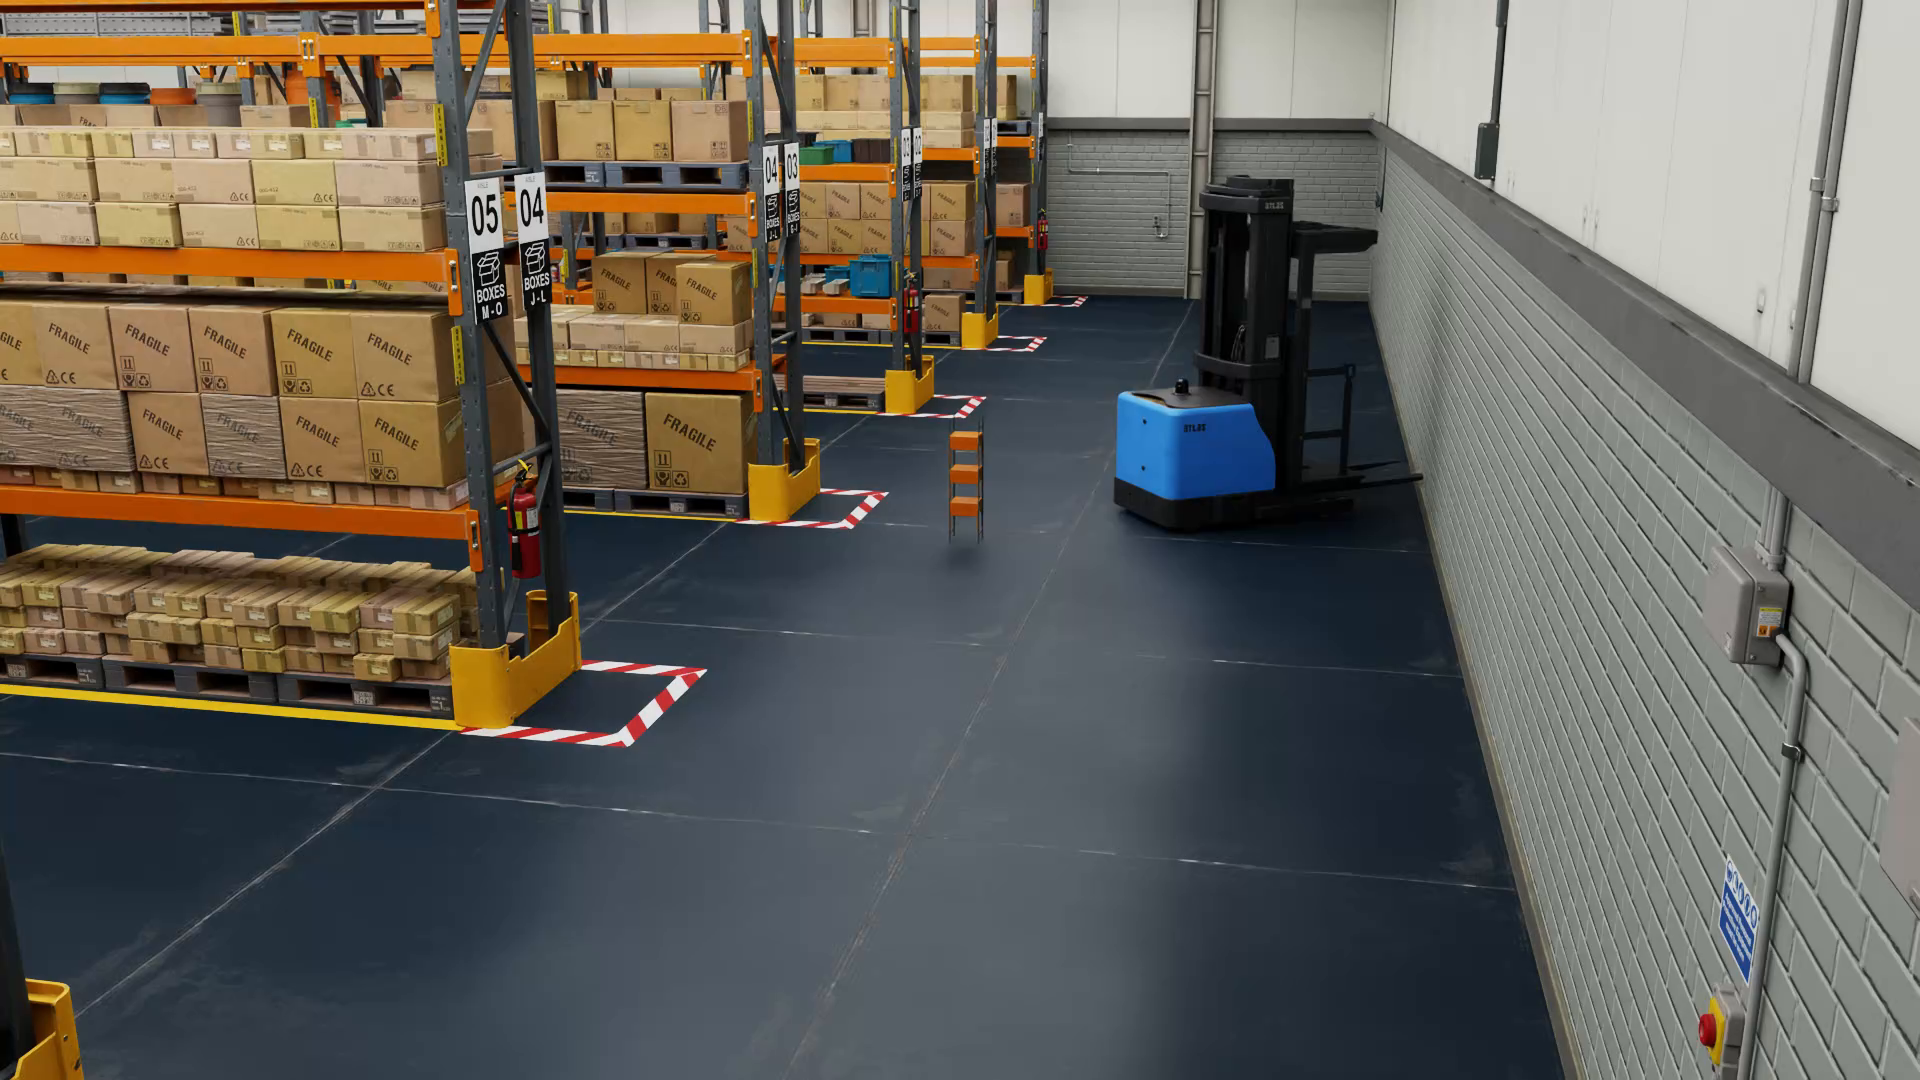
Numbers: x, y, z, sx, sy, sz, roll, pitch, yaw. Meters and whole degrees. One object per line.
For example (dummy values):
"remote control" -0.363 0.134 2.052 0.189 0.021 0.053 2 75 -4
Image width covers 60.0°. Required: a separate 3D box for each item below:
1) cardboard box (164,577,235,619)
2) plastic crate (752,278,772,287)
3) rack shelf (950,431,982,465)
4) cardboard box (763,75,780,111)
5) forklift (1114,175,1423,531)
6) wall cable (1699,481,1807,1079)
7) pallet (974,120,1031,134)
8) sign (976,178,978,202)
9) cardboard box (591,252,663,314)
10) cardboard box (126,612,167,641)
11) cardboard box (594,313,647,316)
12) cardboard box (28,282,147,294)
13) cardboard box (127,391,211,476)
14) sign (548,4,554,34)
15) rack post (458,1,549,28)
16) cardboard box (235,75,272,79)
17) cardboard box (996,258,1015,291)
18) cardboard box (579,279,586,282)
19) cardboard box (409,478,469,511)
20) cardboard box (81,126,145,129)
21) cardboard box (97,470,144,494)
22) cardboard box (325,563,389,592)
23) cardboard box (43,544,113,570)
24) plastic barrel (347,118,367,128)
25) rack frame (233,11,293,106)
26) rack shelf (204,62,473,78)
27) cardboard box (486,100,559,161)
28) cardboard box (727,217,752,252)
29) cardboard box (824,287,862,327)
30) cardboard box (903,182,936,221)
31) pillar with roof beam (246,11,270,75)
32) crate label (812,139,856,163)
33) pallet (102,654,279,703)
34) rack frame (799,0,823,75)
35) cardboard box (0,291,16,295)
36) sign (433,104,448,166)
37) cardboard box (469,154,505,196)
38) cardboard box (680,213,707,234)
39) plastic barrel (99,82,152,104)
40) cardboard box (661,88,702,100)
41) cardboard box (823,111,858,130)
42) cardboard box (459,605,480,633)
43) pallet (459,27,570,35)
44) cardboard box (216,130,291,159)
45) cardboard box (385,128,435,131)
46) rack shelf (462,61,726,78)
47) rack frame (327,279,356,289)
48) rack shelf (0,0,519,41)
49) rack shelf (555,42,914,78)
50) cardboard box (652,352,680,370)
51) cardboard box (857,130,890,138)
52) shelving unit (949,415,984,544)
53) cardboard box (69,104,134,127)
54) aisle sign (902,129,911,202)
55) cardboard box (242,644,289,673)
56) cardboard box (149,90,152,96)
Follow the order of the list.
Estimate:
"cardboard box" -4.789 0.363 10.503 0.250 0.149 0.380 3 16 11
"plastic crate" -2.306 -2.996 19.569 0.250 0.136 0.298 3 16 11
"rack shelf" 0.052 -0.766 13.769 0.240 0.259 0.215 3 16 11
"cardboard box" -2.601 -6.464 24.028 0.500 0.500 0.700 3 16 11
"forklift" 2.945 -1.727 14.738 3.031 2.935 1.130 -7 17 -23
"wall cable" 1.951 0.618 4.181 0.123 1.953 0.585 3 16 11
"pallet" 0.627 -7.091 28.518 1.213 0.211 1.003 3 16 11
"sign" 0.243 -4.921 23.378 0.005 0.325 0.100 3 16 11
"cardboard box" -3.020 -2.345 15.157 0.500 0.500 0.500 3 16 10
"cardboard box" -5.045 0.506 10.542 0.250 0.149 0.380 3 16 11
"cardboard box" -3.024 -1.985 15.261 0.500 0.250 0.500 3 16 9
"cardboard box" -5.590 -1.377 10.728 0.500 0.500 0.500 3 16 9
"cardboard box" -4.673 -0.702 10.163 0.500 0.500 0.500 4 16 14
"sign" -4.649 -5.919 18.894 0.005 0.325 0.100 3 16 11
"rack post" -5.357 -6.180 19.586 0.954 0.300 0.937 3 16 10
"cardboard box" -13.008 -8.339 30.761 0.500 0.500 0.500 4 16 13
"cardboard box" 0.650 -4.660 29.091 0.500 0.500 0.700 3 16 11
"cardboard box" -5.996 -3.772 25.848 0.500 0.500 0.500 3 16 9
"cardboard box" -3.068 -0.294 9.905 0.250 0.149 0.380 3 16 11
"cardboard box" -5.228 -2.492 10.349 0.250 0.149 0.380 2 16 9
"cardboard box" -5.100 -0.405 10.307 0.250 0.149 0.380 4 16 14
"cardboard box" -3.913 0.275 10.820 0.250 0.149 0.380 2 16 8
"cardboard box" -5.953 0.155 11.255 0.250 0.149 0.380 3 16 12
"plastic barrel" -7.378 -5.048 20.448 0.301 0.262 0.301 0 15 0
"rack frame" -8.457 -6.376 20.153 0.127 3.000 1.000 3 16 11
"rack shelf" -9.427 -7.239 25.364 4.000 0.370 1.077 3 16 11
"cardboard box" -3.736 -3.600 14.590 0.500 0.500 0.700 4 16 14
"cardboard box" -3.102 -4.518 24.494 0.500 0.500 0.500 4 16 13
"cardboard box" -1.705 -3.478 24.781 0.637 0.503 0.797 3 16 11
"cardboard box" -0.613 -4.863 23.870 0.500 0.500 0.500 4 16 13
"pillar with roof beam" -14.322 -8.456 27.662 0.400 9.000 9.100 3 16 11
"crate label" -1.458 -4.567 19.519 0.502 0.251 0.408 3 16 11
"pallet" -4.748 0.750 10.888 1.213 0.211 1.003 3 16 11
"rack frame" -2.563 -8.755 28.741 0.127 3.000 1.000 3 16 11
"cardboard box" -6.218 -1.270 10.340 0.500 0.500 0.500 3 16 12
"sign" -2.823 -2.200 9.036 0.005 0.325 0.100 3 16 11
"cardboard box" -3.081 -2.178 9.960 0.500 0.250 0.500 3 16 12
"cardboard box" -3.967 -4.902 25.096 0.500 0.500 0.700 -2 16 -8
"plastic barrel" -10.554 -5.345 21.111 0.708 0.901 0.600 3 16 11
"cardboard box" -4.026 -6.358 24.546 0.600 0.600 0.600 2 16 6
"cardboard box" -1.652 -6.009 23.791 0.500 0.250 0.500 3 16 11
"cardboard box" -3.155 0.462 10.703 0.250 0.149 0.380 4 16 13
"pallet" -5.355 -5.916 19.593 1.213 0.211 1.003 3 16 11
"cardboard box" -4.067 -2.286 9.604 0.250 0.149 0.380 3 16 10
"cardboard box" -3.211 -2.373 9.918 0.250 0.149 0.380 4 16 13
"rack shelf" -5.507 -7.026 24.595 4.000 0.370 1.077 3 16 11
"rack frame" -5.525 -1.976 15.508 0.127 3.000 1.000 3 16 11
"rack shelf" -4.652 -3.121 9.755 4.000 0.370 1.077 3 16 11
"rack shelf" -2.578 -5.517 19.150 4.000 0.370 1.077 3 16 11
"cardboard box" -2.522 -1.603 14.629 0.250 0.149 0.380 3 16 11
"cardboard box" -1.164 -5.739 23.754 0.500 0.250 0.500 3 16 11
"shelving unit" 0.052 -0.503 13.842 0.252 1.050 0.215 3 16 11
"cardboard box" -7.969 -3.849 15.675 0.500 0.500 0.500 4 16 14
"aisle sign" -0.606 -4.232 18.780 0.004 0.787 0.394 3 16 11
"cardboard box" -4.271 0.696 10.415 0.250 0.149 0.380 2 16 9
"cardboard box" -12.975 -6.879 26.346 0.637 0.503 0.797 5 16 17
